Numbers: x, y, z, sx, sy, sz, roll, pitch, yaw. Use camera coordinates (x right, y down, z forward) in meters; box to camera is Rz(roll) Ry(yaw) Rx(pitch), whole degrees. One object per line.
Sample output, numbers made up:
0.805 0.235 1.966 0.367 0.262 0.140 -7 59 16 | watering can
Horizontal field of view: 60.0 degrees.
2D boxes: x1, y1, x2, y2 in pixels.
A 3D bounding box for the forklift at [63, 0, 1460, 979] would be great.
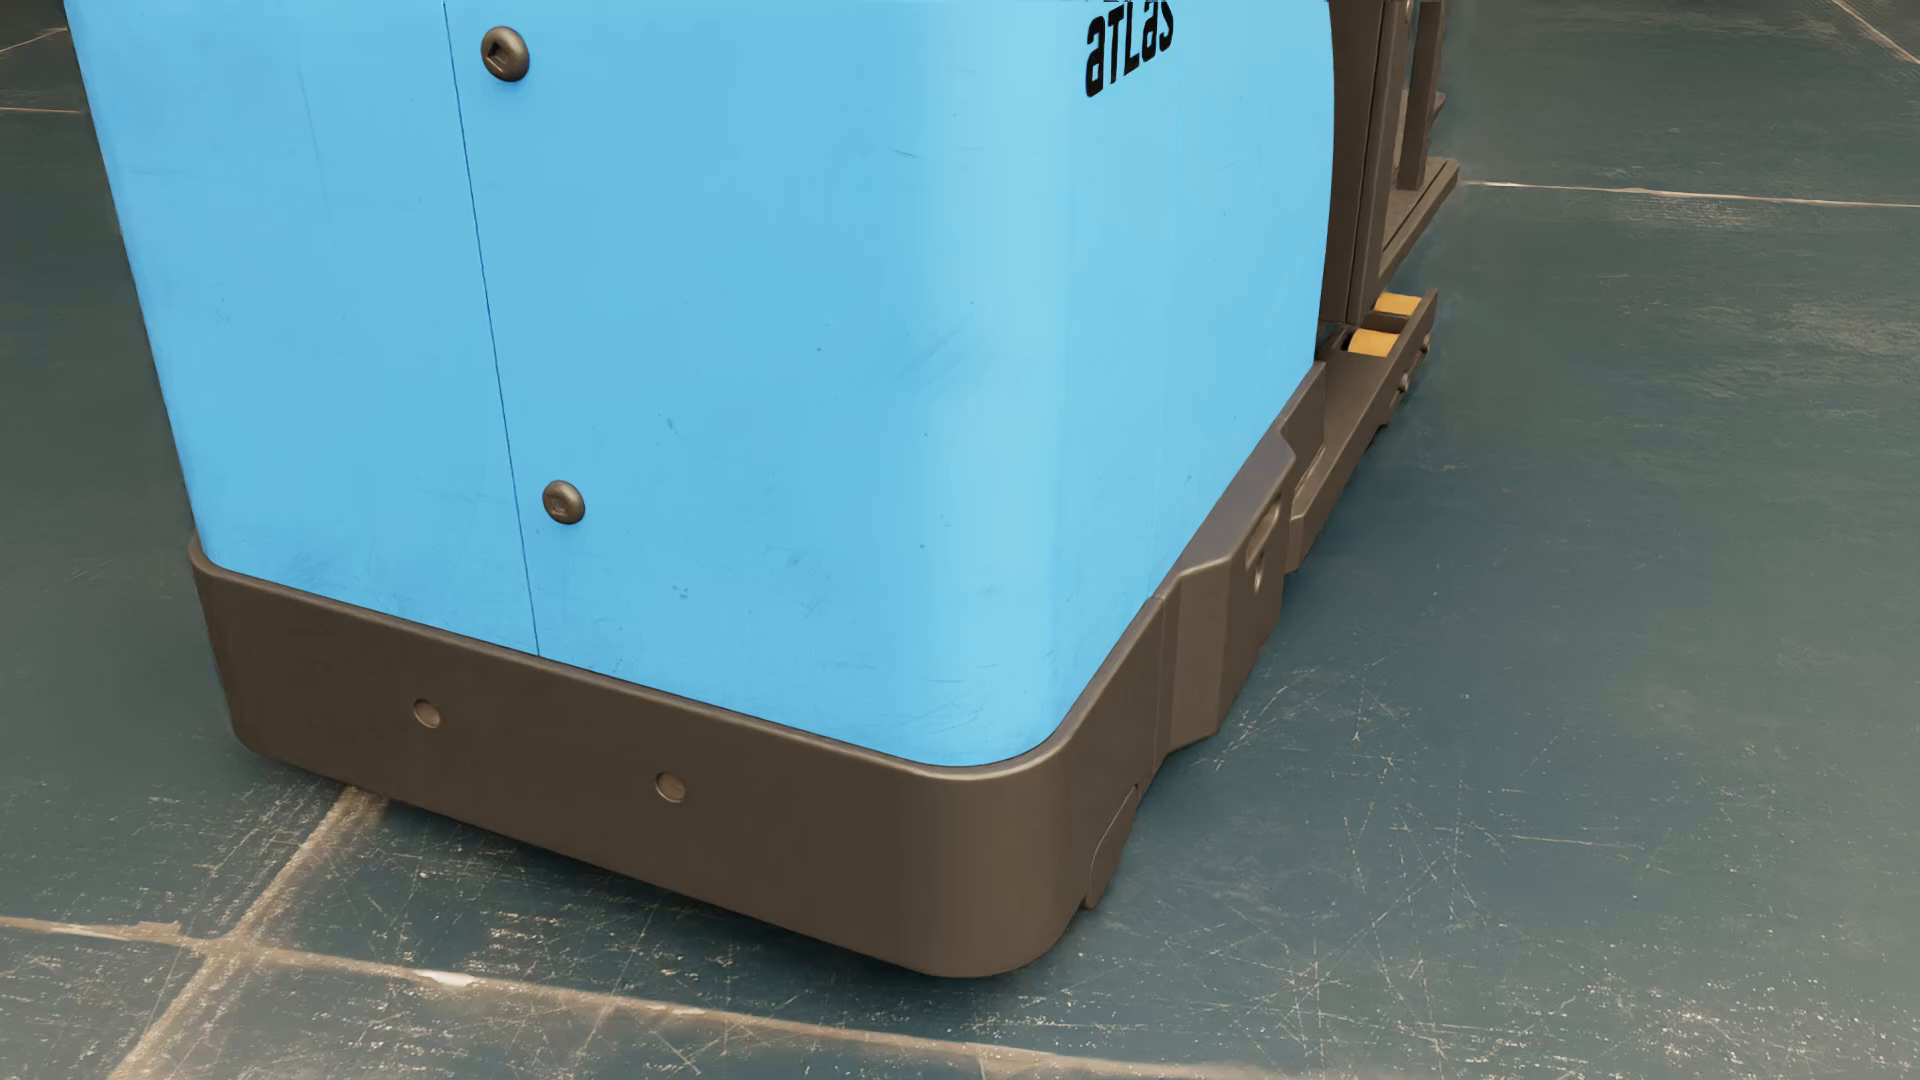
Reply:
0.212 -1.554 2.281 1.130 2.935 3.031 13 31 21 | forklift
